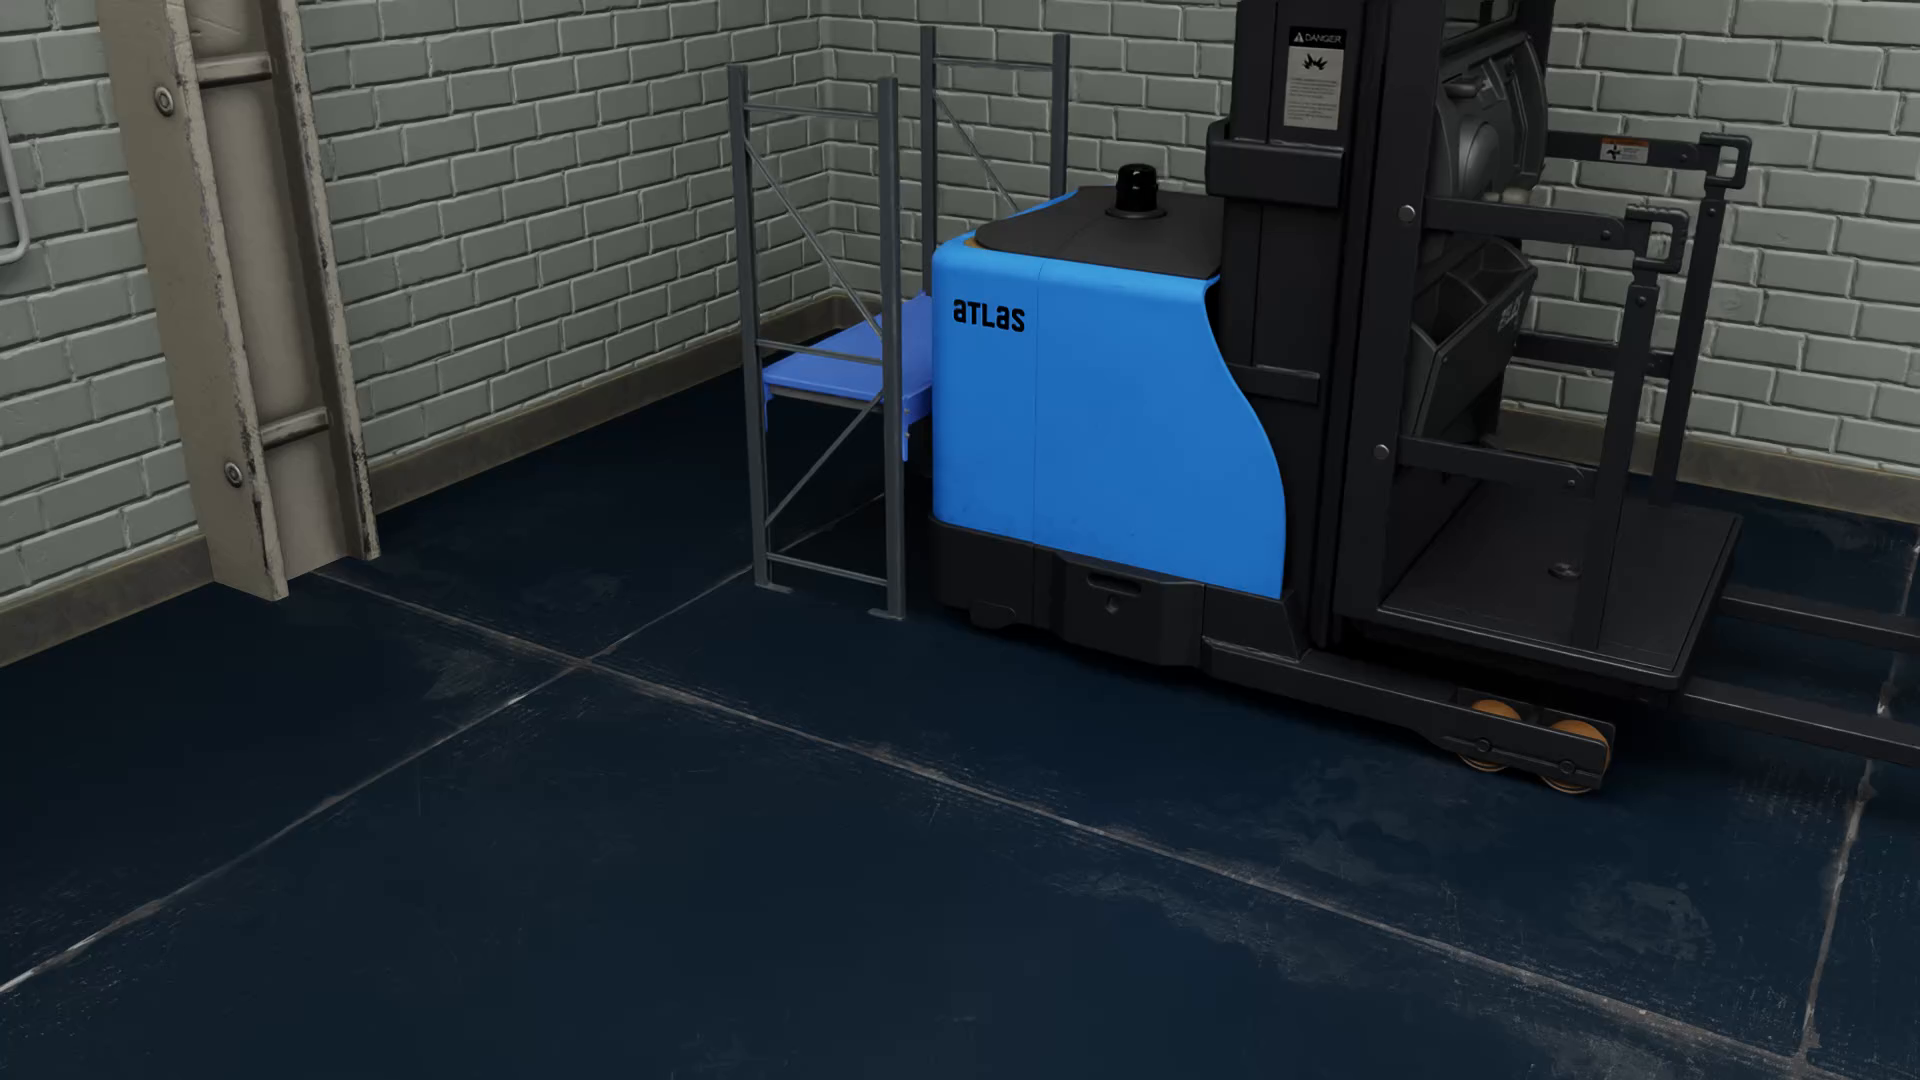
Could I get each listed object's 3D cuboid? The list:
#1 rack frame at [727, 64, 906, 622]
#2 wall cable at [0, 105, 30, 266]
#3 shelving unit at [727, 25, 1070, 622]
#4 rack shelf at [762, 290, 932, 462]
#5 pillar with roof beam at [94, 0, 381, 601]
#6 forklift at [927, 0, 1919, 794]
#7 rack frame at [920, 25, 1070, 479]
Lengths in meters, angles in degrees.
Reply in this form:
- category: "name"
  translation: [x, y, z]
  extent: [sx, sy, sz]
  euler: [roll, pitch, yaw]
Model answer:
- category: "rack frame"
  translation: [-0.381, -0.507, 4.534]
  extent: [0.500, 1.500, 0.032]
  euler: [12, 26, 26]
- category: "wall cable"
  translation: [-2.839, -1.301, 3.200]
  extent: [0.084, 1.984, 1.851]
  euler: [14, 27, 29]
- category: "shelving unit"
  translation: [-0.139, -0.685, 4.945]
  extent: [0.538, 1.500, 1.048]
  euler: [12, 26, 26]
- category: "rack shelf"
  translation: [-0.139, -0.520, 5.016]
  extent: [0.538, 0.185, 1.000]
  euler: [12, 26, 26]
- category: "pillar with roof beam"
  translation: [1.636, -3.147, 1.193]
  extent: [9.100, 9.000, 0.400]
  euler: [14, 27, 29]
- category: "forklift"
  translation: [1.441, -0.995, 3.858]
  extent: [3.031, 2.935, 1.130]
  euler: [13, 27, 28]
- category: "rack frame"
  translation: [0.102, -0.863, 5.355]
  extent: [0.500, 1.500, 0.032]
  euler: [12, 26, 26]
